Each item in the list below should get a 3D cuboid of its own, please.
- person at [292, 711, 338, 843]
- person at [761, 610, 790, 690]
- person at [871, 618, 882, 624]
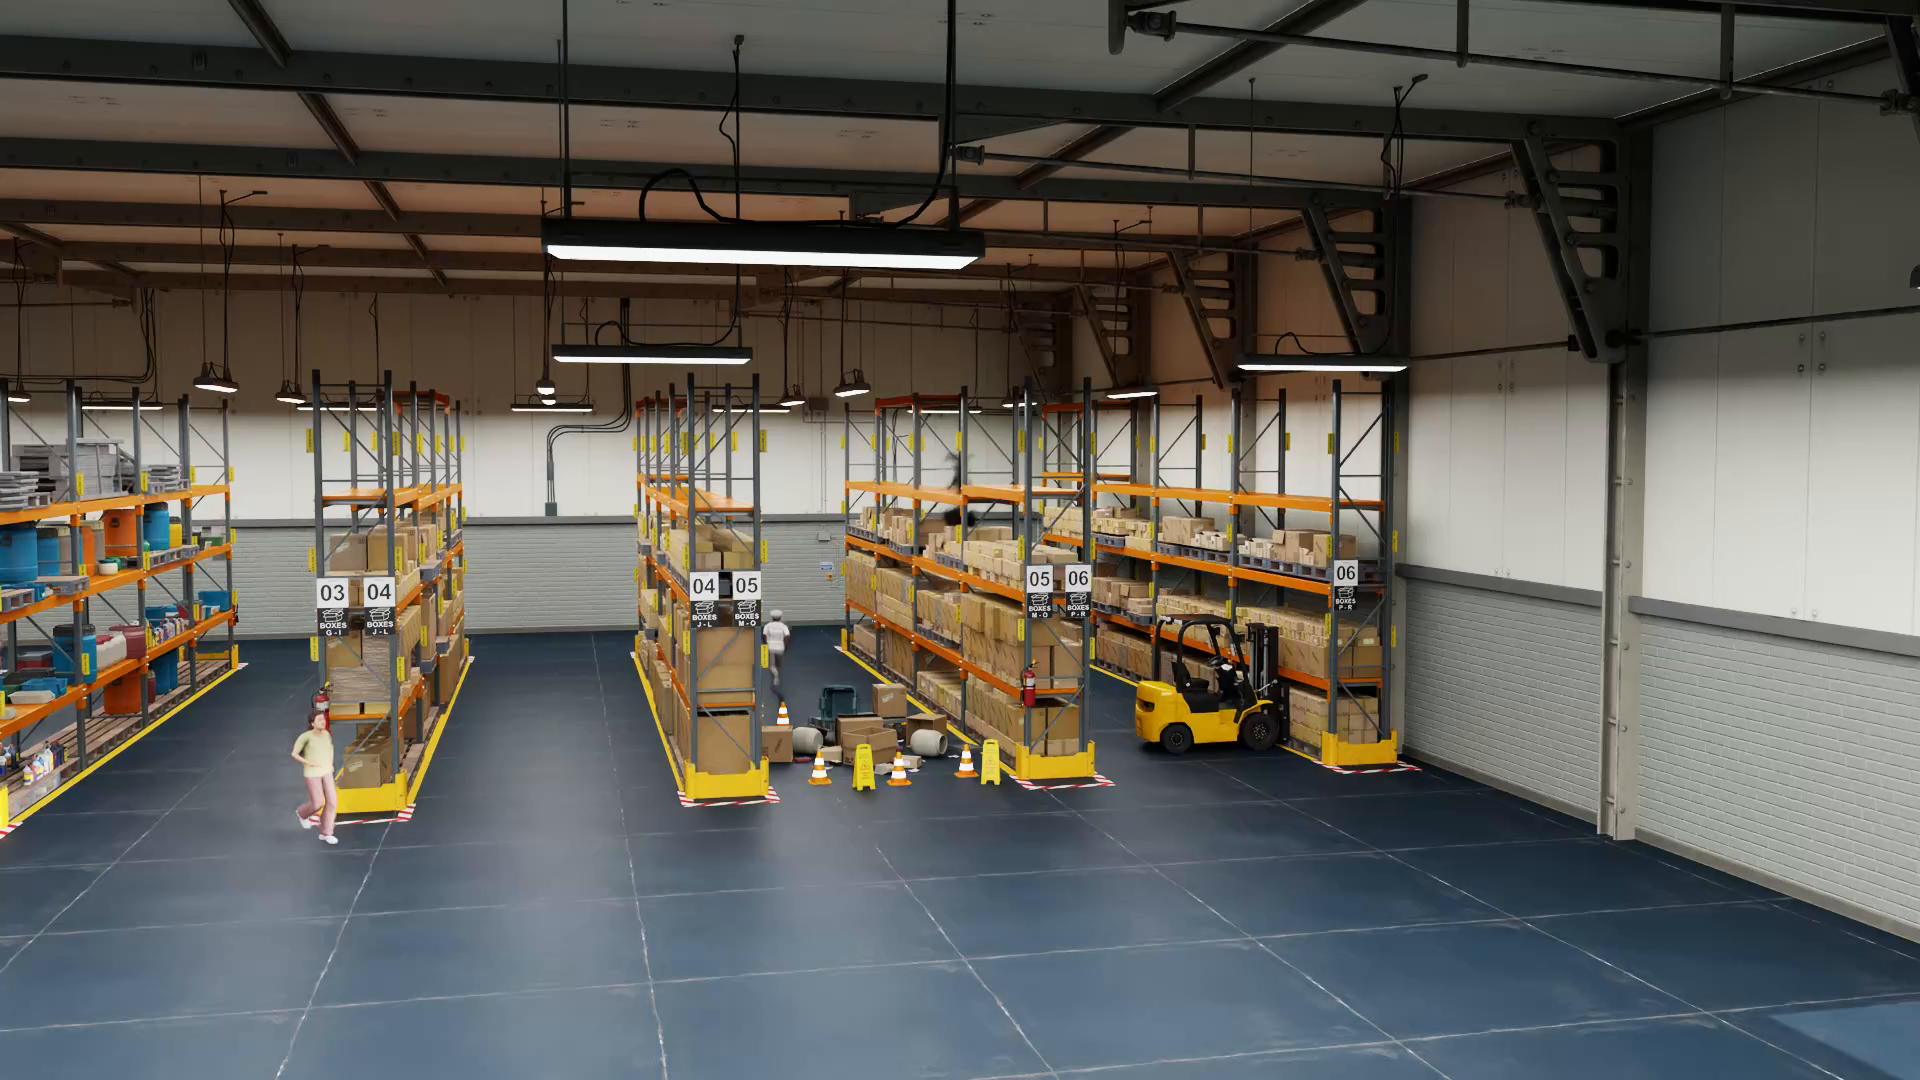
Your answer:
[{"bbox_3d":[-8.143,2.980,21.021,0.753,1.660,0.617,2,4,36],"label":"person"},{"bbox_3d":[-3.704,2.276,33.482,0.575,1.671,0.911,-1,3,-13],"label":"person"},{"bbox_3d":[-2.003,1.738,41.847,0.535,1.717,0.703,2,4,33],"label":"person"}]
